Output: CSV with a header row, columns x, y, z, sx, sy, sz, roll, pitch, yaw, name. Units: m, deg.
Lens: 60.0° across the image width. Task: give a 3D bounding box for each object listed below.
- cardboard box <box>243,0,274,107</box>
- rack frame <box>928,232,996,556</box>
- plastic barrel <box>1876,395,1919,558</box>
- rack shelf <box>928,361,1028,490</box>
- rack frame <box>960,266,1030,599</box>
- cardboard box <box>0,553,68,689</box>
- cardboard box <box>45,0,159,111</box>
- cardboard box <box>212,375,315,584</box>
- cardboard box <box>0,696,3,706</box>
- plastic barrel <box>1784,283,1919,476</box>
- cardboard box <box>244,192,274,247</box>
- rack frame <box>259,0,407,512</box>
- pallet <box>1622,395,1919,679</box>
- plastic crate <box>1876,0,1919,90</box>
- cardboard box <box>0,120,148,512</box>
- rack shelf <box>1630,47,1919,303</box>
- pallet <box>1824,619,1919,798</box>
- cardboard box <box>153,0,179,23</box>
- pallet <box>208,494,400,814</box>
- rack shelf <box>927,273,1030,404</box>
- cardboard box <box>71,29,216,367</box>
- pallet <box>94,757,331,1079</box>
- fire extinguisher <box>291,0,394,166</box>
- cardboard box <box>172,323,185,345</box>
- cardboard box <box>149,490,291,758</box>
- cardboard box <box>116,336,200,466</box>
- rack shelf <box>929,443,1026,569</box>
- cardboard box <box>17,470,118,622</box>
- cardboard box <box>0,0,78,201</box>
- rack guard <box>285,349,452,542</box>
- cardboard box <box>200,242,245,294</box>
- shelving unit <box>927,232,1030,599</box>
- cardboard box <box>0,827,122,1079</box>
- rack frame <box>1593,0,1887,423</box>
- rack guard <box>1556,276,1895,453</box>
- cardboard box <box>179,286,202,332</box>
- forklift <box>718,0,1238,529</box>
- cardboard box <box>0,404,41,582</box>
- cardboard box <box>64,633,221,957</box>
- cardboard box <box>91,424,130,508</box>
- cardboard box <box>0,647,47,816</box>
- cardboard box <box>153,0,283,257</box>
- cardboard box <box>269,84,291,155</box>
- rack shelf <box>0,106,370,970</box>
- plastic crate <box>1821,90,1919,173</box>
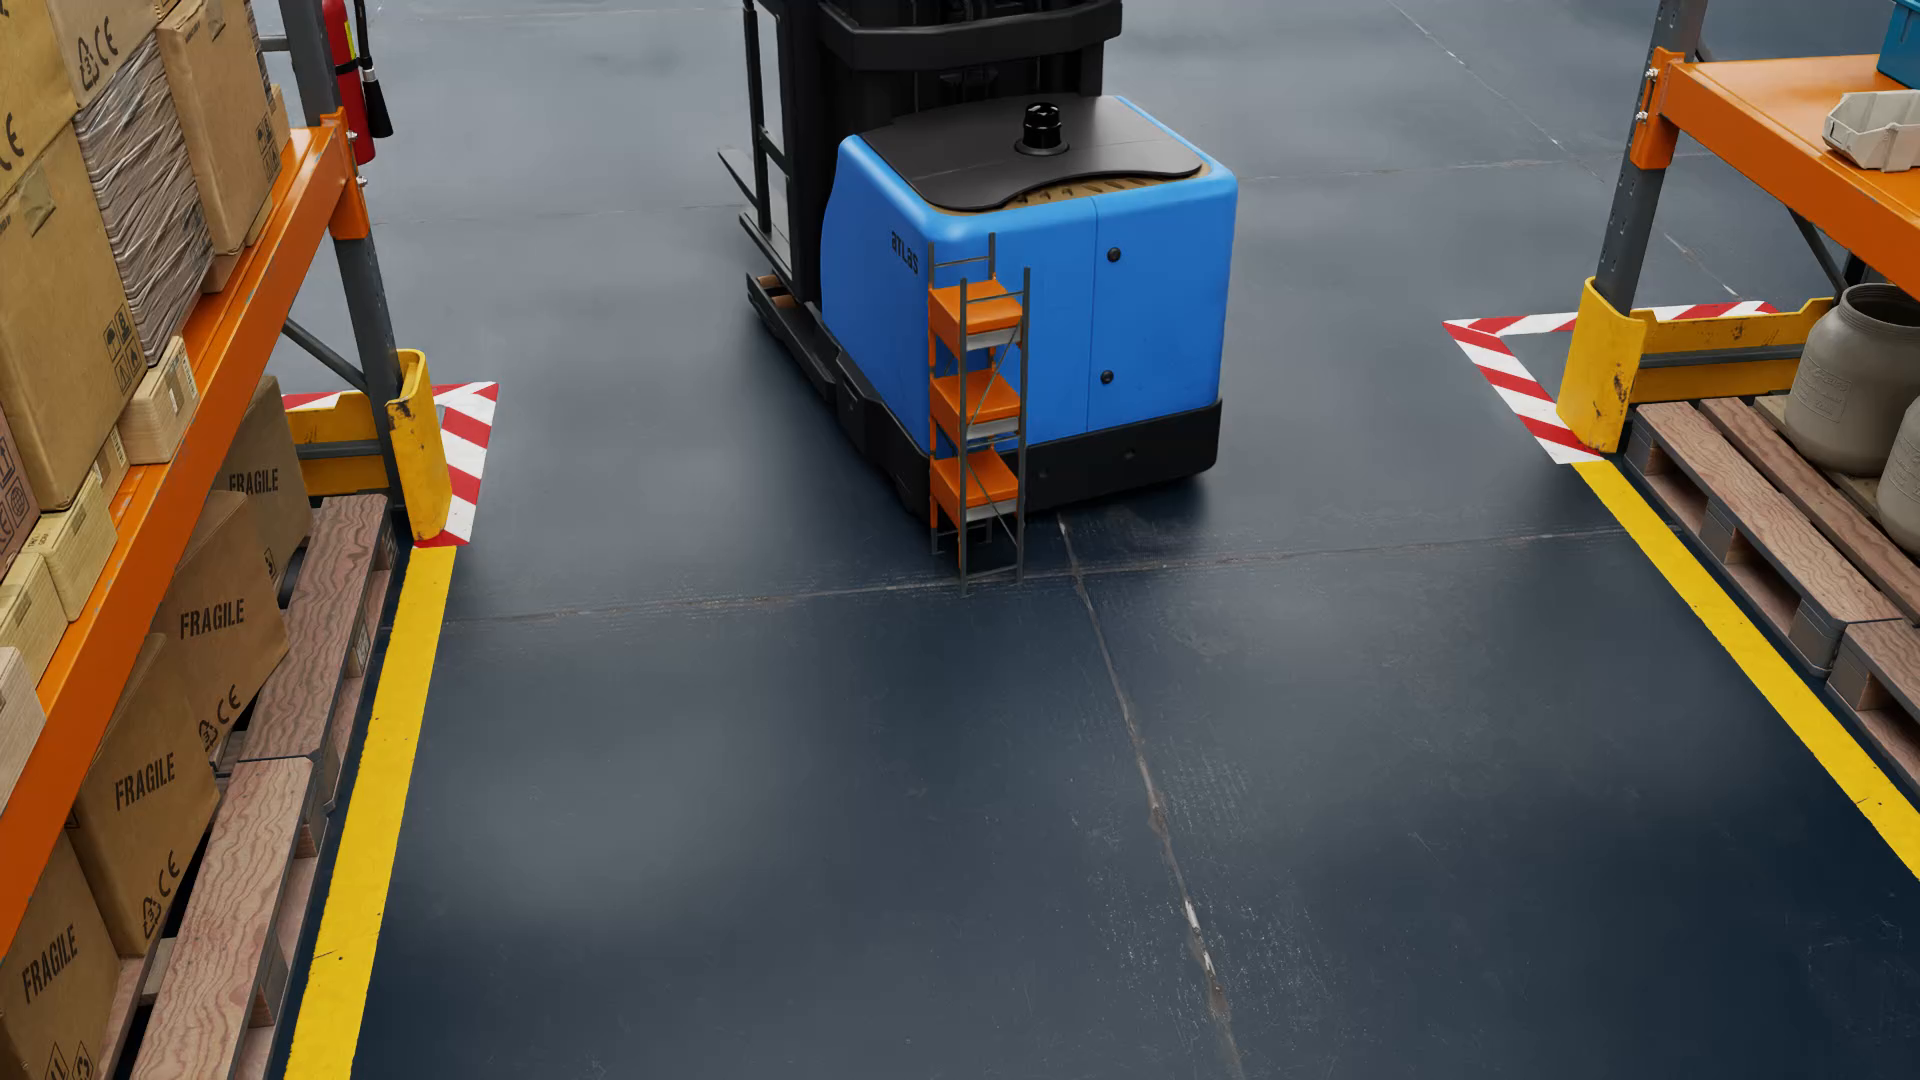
x,y,z,sx,sy,sz,roll,pitch,yaw,name
-2.203,-1.191,3.981,0.875,0.500,0.500,-4,35,-6,cardboard box
0.005,-0.406,4.914,0.200,1.050,0.008,-12,36,-18,rack frame
2.890,-0.215,4.738,0.421,0.512,0.421,0,34,0,plastic barrel
0.050,-0.333,4.826,0.215,0.259,0.240,-12,36,-18,rack shelf
0.095,-0.278,4.726,0.200,1.050,0.008,-12,36,-18,rack frame
-1.635,0.162,2.572,0.380,0.149,0.250,-4,35,-6,cardboard box
-1.793,-1.067,2.912,0.500,0.500,0.500,-4,35,-6,cardboard box
-2.182,-0.127,4.619,0.500,0.500,0.500,2,34,2,cardboard box
-1.743,0.195,1.948,0.875,0.500,0.500,-4,35,-6,cardboard box
2.823,-0.495,5.149,0.421,0.512,0.421,0,34,0,plastic barrel
-1.889,-0.813,4.003,0.380,0.149,0.250,-4,35,-6,cardboard box
-2.250,-1.336,4.547,1.000,3.000,0.127,-4,35,-6,rack frame
2.819,-0.066,5.159,1.003,0.211,1.213,-4,35,-6,pallet
3.022,-1.393,4.762,0.499,0.251,0.616,-4,35,-6,plastic crate
-1.937,-0.359,2.760,0.875,0.500,0.500,-4,35,-6,cardboard box
2.927,-0.298,3.662,1.077,0.370,4.000,-4,35,-6,rack shelf
2.980,0.613,4.163,1.003,0.211,1.213,-4,35,-6,pallet
-1.858,-1.346,3.321,0.500,0.500,0.500,-4,35,-6,cardboard box
-2.165,0.315,4.600,1.003,0.211,1.213,-4,35,-6,pallet
0.050,-0.568,4.666,0.215,0.259,0.240,-12,36,-18,rack shelf
-1.992,-0.639,3.171,0.875,0.500,0.500,-4,35,-6,cardboard box
-2.004,0.994,3.604,1.003,0.211,1.213,-4,35,-6,pallet
-1.808,-1.403,4.713,0.296,0.674,0.183,-4,35,-6,fire extinguisher
-1.822,-0.392,3.385,0.380,0.149,0.250,-4,35,-6,cardboard box
-2.068,0.204,4.133,0.500,0.500,0.500,4,35,6,cardboard box
-1.701,-0.259,3.190,0.380,0.149,0.250,-4,35,-6,cardboard box
0.050,-0.104,4.982,0.215,0.259,0.240,-12,36,-18,rack shelf
-1.657,0.021,2.778,0.380,0.149,0.250,-4,35,-6,cardboard box
-1.734,-0.788,2.501,0.500,0.500,0.500,-4,35,-6,cardboard box
-2.239,-0.260,5.188,1.175,0.500,0.348,-4,35,-6,rack guard
-1.871,-0.673,3.797,0.380,0.149,0.250,-4,35,-6,cardboard box
0.050,-0.342,4.820,0.215,1.050,0.252,-12,36,-18,shelving unit
-1.972,0.870,3.157,0.500,0.500,0.500,-7,35,-11,cardboard box
2.658,-1.711,5.097,1.000,3.000,0.127,-4,35,-6,rack frame
2.715,-0.639,5.744,1.175,0.500,0.348,-4,35,-6,rack guard
-1.878,-0.530,3.587,0.380,0.149,0.250,-4,35,-6,cardboard box
-0.184,-2.067,5.681,1.130,2.935,3.031,-13,36,-19,forklift
-1.910,-0.077,2.346,0.875,0.500,0.500,-4,35,-6,cardboard box
-2.002,0.555,3.619,0.500,0.500,0.500,-1,34,-2,cardboard box
-1.736,-0.115,2.978,0.380,0.149,0.250,-4,35,-6,cardboard box
-1.560,0.298,2.372,0.380,0.149,0.250,-4,35,-6,cardboard box
-2.017,-0.921,3.585,0.875,0.500,0.500,-4,35,-6,cardboard box
-2.007,-1.089,4.407,0.380,0.149,0.250,-4,35,-6,cardboard box
-1.981,0.078,3.111,1.077,0.370,4.000,-4,35,-6,rack shelf
2.460,-1.078,4.403,0.298,0.136,0.250,-4,35,-6,plastic crate
